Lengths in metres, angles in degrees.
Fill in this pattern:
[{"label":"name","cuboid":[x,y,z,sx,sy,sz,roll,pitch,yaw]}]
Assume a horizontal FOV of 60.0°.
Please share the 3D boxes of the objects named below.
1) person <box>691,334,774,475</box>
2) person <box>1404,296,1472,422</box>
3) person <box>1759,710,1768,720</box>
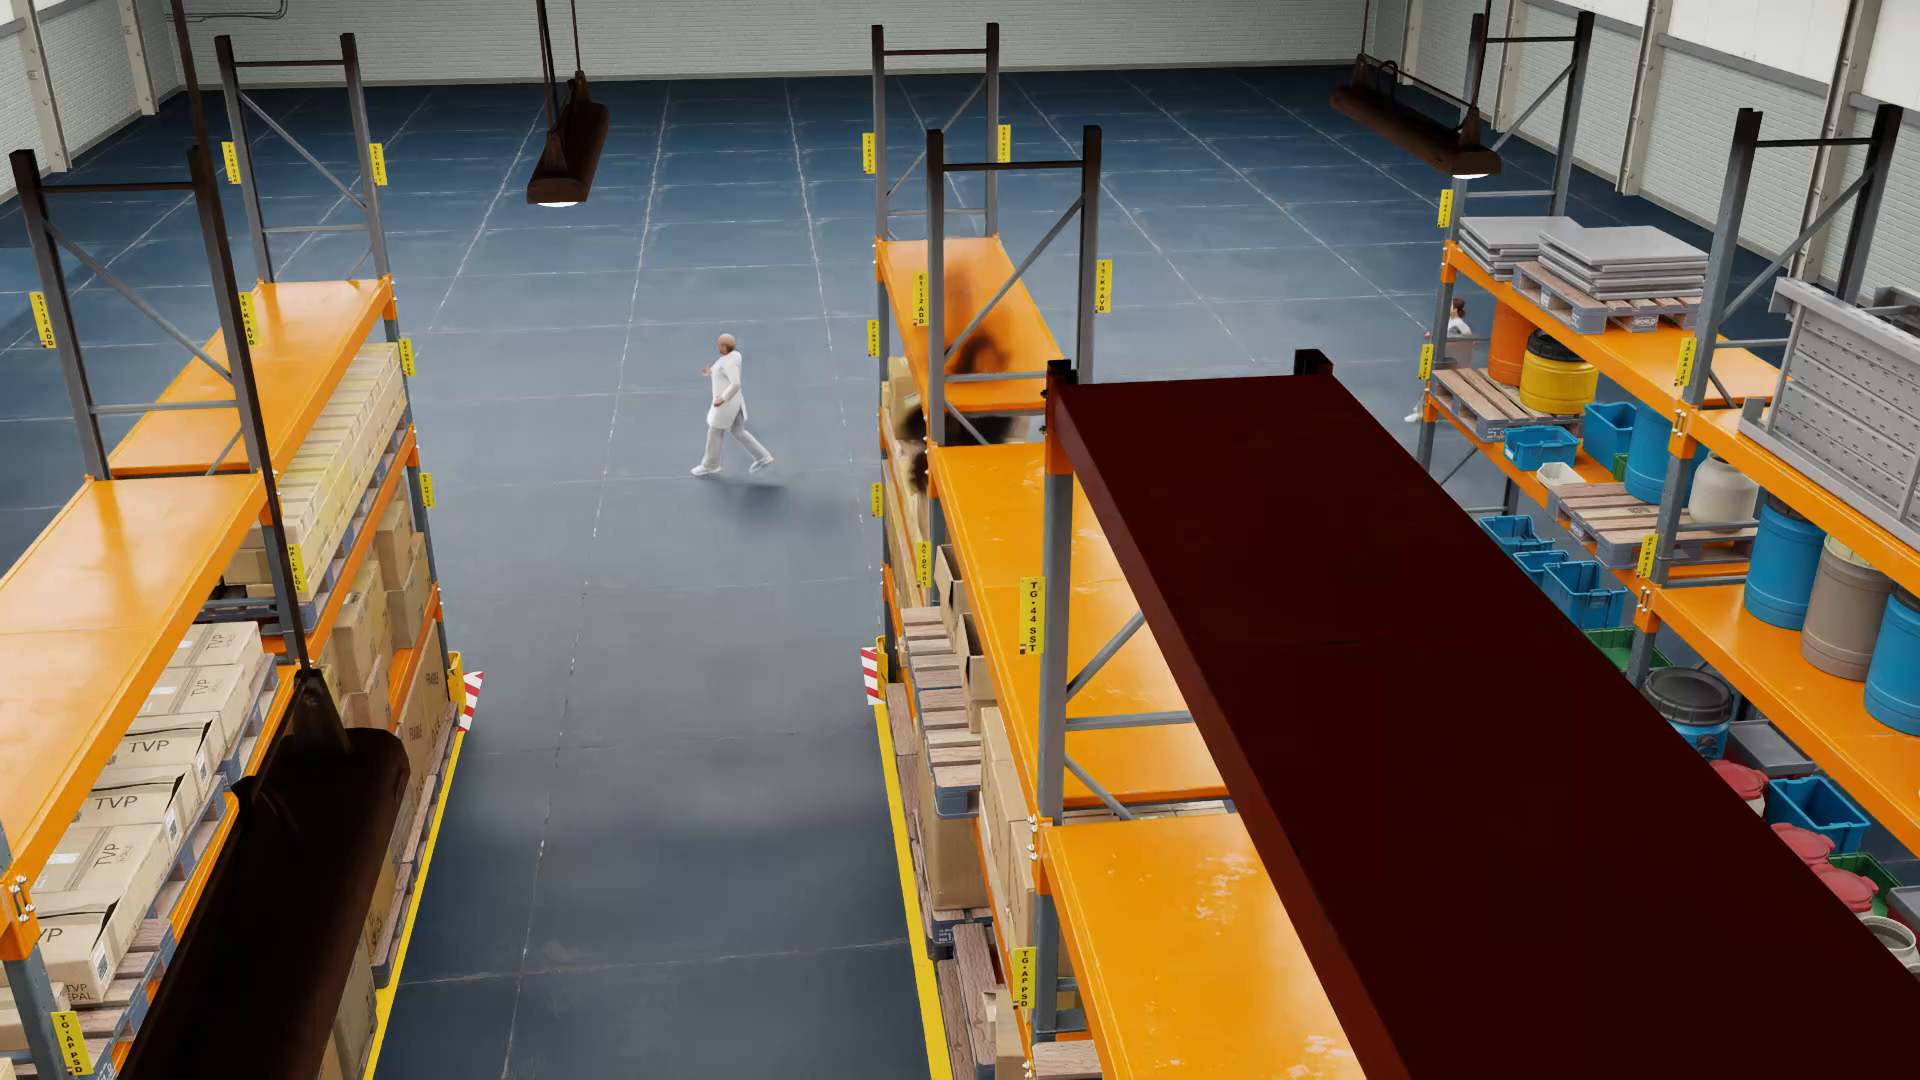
[{"label":"person","cuboid":[-2.738,-1.588,19.698,1.034,1.784,0.701,8,27,15]},{"label":"person","cuboid":[6.299,-2.316,21.402,0.956,1.684,0.566,4,26,8]},{"label":"person","cuboid":[6.634,1.418,13.385,0.659,1.774,1.002,-4,26,-8]}]
